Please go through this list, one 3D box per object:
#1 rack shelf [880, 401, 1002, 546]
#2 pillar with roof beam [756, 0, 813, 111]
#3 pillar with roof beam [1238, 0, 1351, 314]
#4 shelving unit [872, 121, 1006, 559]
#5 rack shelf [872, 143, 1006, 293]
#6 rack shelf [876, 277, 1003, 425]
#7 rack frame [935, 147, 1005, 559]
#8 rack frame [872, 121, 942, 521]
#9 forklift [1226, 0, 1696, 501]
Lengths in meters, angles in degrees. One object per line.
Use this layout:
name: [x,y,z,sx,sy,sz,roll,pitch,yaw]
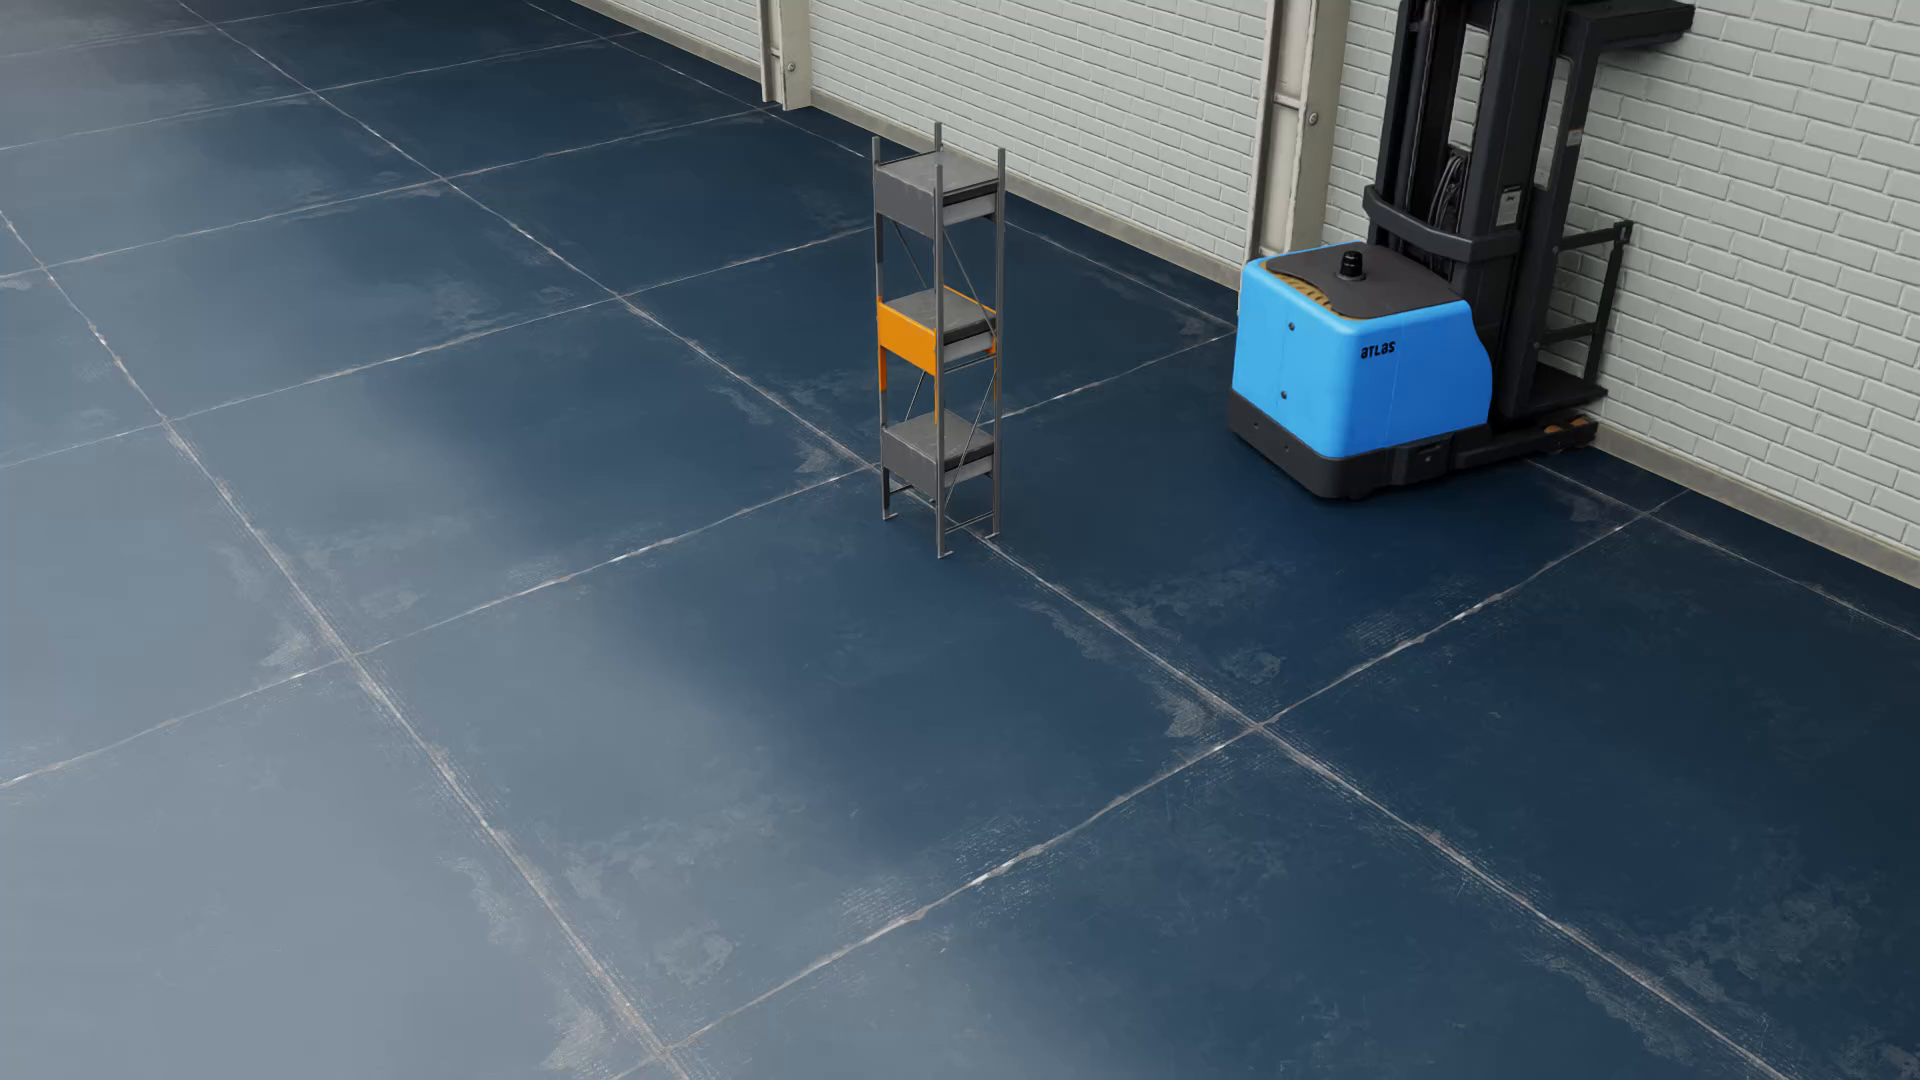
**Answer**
rack shelf: [-0.101,-0.355,8.684,0.431,0.518,0.480,-22,38,-31]
pillar with roof beam: [-4.969,-6.424,10.565,9.100,9.000,0.400,-22,38,-31]
pillar with roof beam: [-1.290,-3.924,6.539,9.100,9.000,0.400,-22,38,-31]
shelving unit: [-0.101,-0.961,8.307,0.431,2.100,0.503,-22,38,-31]
rack shelf: [-0.101,-1.544,7.945,0.431,0.518,0.480,-22,38,-31]
rack shelf: [-0.101,-0.949,8.314,0.431,0.518,0.480,-22,38,-31]
rack frame: [0.048,-0.859,8.143,0.400,2.100,0.015,-22,38,-31]
rack frame: [-0.251,-1.063,8.471,0.400,2.100,0.015,-22,38,-31]
forklift: [3.113,-1.973,9.149,3.031,2.935,1.130,-14,34,-21]
